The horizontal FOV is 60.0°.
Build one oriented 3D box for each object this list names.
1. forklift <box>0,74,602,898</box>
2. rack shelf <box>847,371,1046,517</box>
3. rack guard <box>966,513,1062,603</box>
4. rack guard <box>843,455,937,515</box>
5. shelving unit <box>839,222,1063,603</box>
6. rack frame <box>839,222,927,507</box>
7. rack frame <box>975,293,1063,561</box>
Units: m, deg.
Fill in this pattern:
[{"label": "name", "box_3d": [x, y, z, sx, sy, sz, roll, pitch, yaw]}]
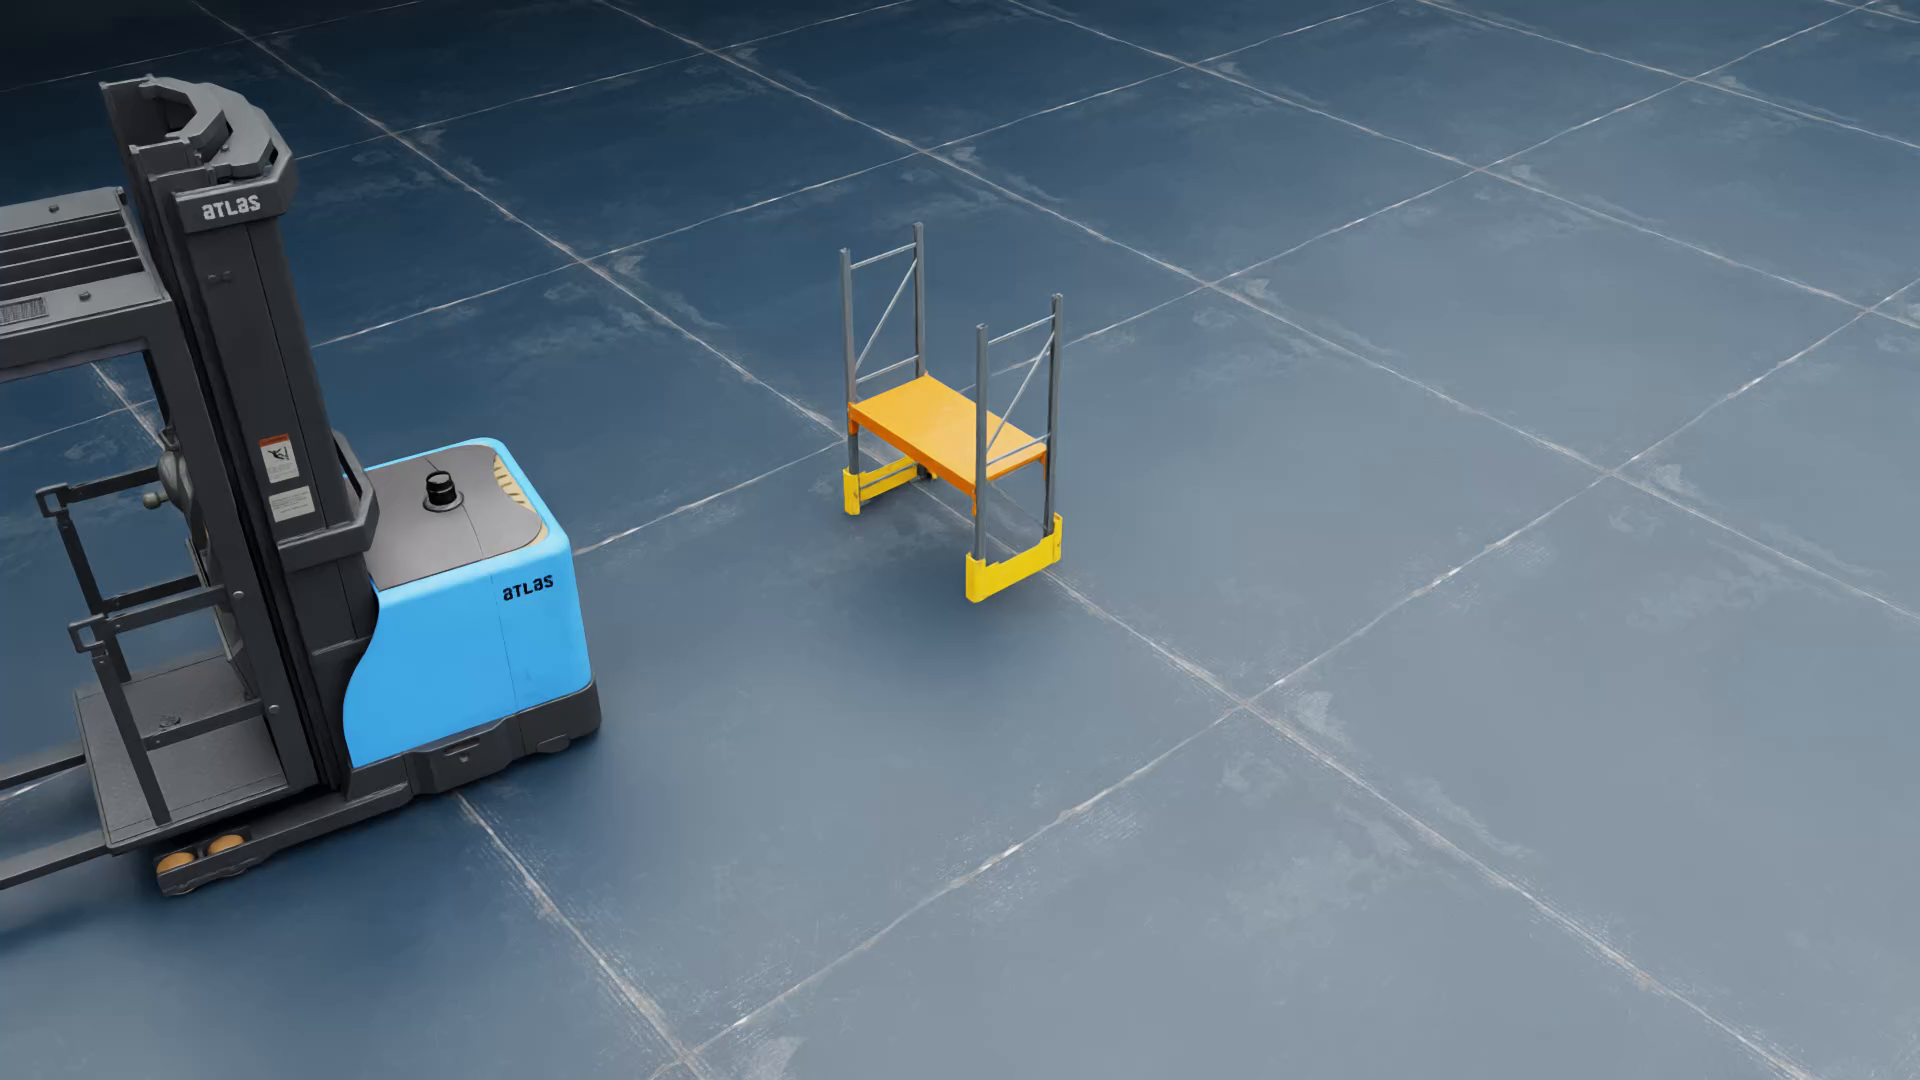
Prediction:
[{"label": "forklift", "box_3d": [-3.127, -0.130, 6.298, 3.031, 2.935, 1.130, -19, 39, -25]}, {"label": "rack shelf", "box_3d": [-0.055, -0.503, 8.375, 0.538, 0.185, 1.000, -26, 43, -32]}, {"label": "rack guard", "box_3d": [0.272, 0.084, 8.316, 0.587, 0.250, 0.087, -26, 43, -32]}, {"label": "rack guard", "box_3d": [-0.371, -0.356, 8.937, 0.587, 0.250, 0.087, -26, 43, -32]}, {"label": "shelving unit", "box_3d": [-0.049, -0.646, 8.265, 0.587, 1.500, 1.083, -26, 43, -32]}, {"label": "rack frame", "box_3d": [-0.383, -0.874, 8.588, 0.500, 1.500, 0.032, -26, 43, -32]}, {"label": "rack frame", "box_3d": [0.273, -0.425, 7.954, 0.500, 1.500, 0.032, -26, 43, -32]}]
